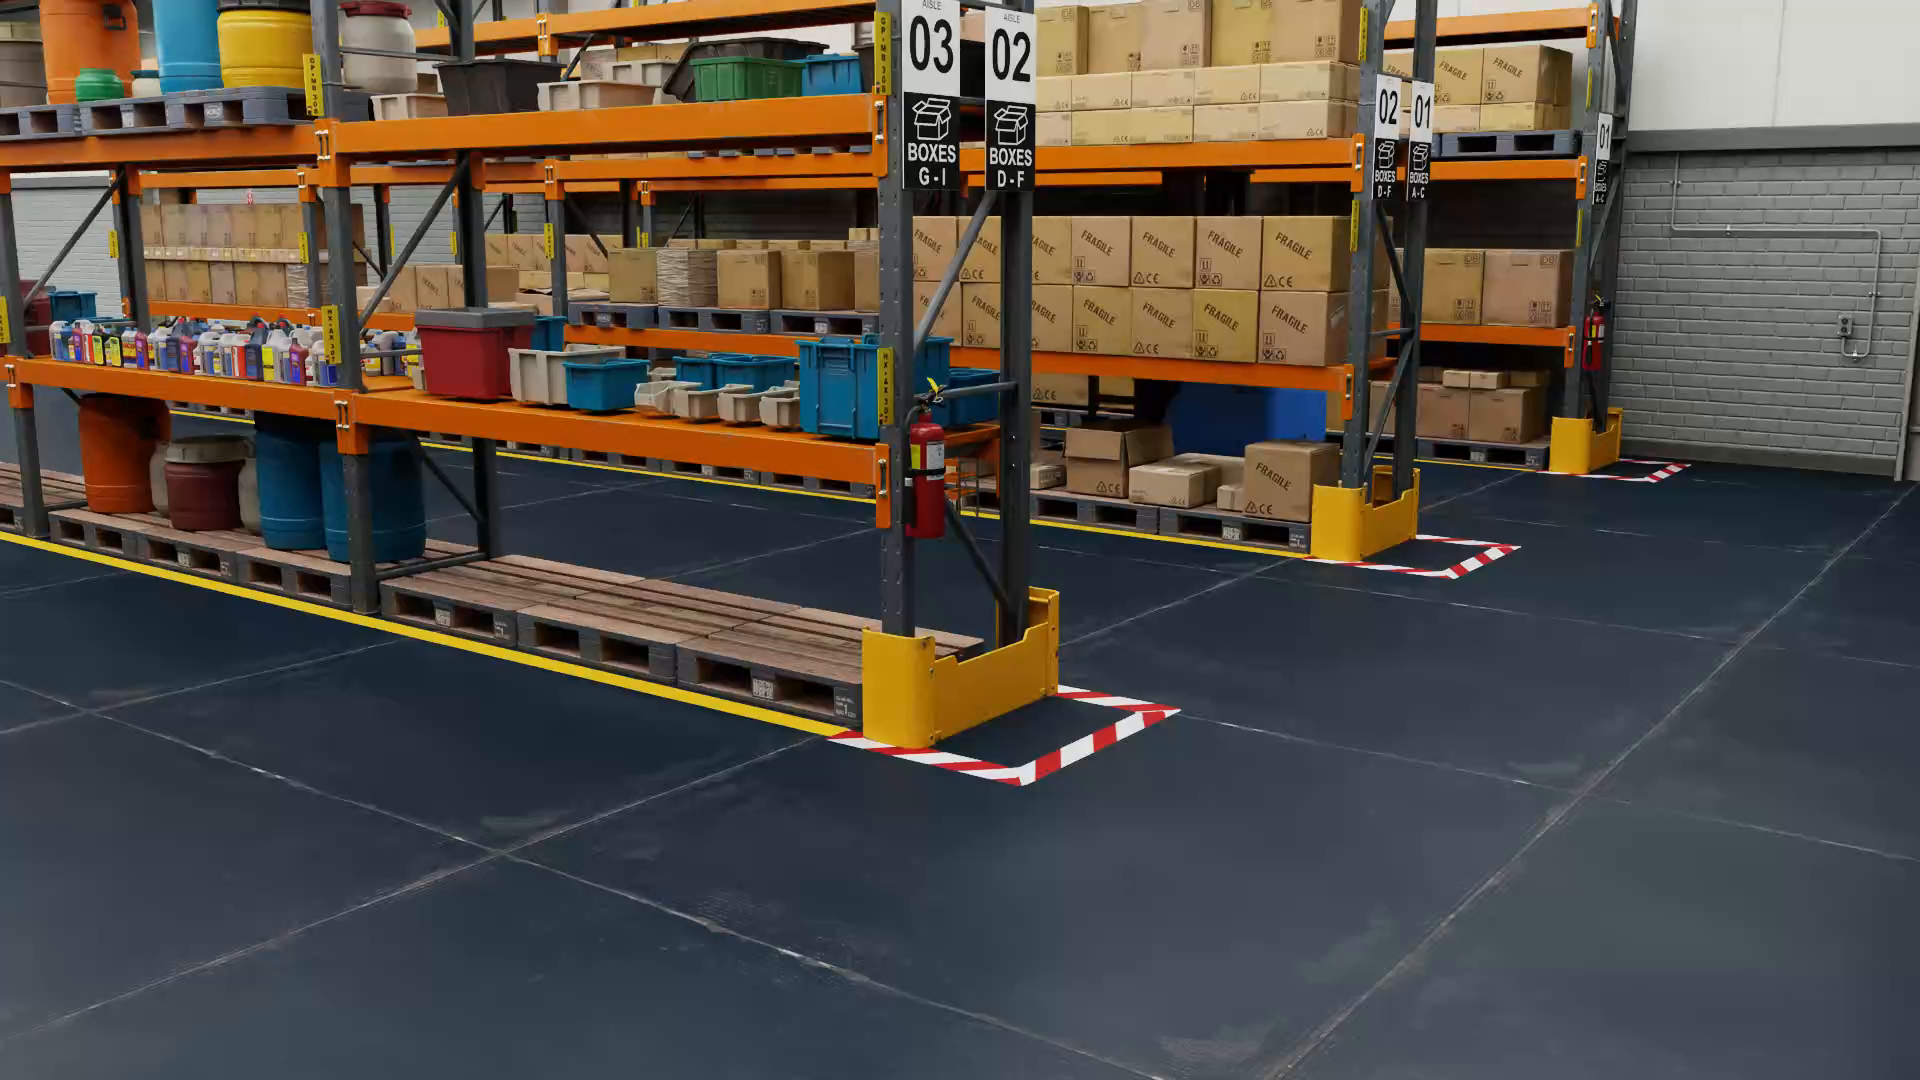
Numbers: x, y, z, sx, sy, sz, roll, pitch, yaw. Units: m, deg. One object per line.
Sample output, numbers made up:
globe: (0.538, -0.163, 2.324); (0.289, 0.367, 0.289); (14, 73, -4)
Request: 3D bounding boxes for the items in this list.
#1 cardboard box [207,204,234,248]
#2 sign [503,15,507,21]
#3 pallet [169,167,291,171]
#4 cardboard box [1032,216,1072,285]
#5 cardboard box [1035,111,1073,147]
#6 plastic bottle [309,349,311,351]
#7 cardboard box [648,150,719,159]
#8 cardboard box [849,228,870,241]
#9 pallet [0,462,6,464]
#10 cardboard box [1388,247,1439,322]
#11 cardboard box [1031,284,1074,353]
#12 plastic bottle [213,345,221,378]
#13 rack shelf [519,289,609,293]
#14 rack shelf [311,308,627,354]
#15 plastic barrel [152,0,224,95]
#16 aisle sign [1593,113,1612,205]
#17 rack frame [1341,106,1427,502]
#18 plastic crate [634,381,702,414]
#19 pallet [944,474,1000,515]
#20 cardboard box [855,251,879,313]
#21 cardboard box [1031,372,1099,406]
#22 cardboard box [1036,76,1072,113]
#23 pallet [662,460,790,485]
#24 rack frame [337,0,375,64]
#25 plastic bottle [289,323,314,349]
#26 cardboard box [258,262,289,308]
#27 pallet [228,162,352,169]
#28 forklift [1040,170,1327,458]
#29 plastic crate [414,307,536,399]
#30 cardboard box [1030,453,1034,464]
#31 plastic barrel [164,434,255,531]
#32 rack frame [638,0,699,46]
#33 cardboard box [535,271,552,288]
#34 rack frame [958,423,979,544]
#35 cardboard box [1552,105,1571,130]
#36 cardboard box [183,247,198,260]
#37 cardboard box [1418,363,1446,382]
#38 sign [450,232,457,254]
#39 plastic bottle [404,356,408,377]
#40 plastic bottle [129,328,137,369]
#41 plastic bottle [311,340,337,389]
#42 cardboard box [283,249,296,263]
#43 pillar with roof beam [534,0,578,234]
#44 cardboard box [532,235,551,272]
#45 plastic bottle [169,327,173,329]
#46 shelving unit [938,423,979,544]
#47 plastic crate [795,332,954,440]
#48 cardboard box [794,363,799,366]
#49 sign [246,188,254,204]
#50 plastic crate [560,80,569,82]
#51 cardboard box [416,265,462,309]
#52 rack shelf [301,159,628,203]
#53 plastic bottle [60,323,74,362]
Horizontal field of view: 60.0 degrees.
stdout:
cardboard box: (-8.316, -3.671, 19.427); (0.500, 0.500, 0.700); (8, 14, 36)
sign: (-6.691, -7.539, 24.432); (0.005, 0.325, 0.100); (8, 13, 36)
pallet: (-8.423, -4.425, 19.340); (1.213, 0.211, 1.003); (8, 13, 36)
cardboard box: (0.750, -2.195, 12.583); (0.500, 0.500, 0.500); (7, 13, 34)
cardboard box: (0.755, -3.060, 12.448); (0.500, 0.250, 0.500); (8, 13, 36)
plastic bottle: (-3.973, -1.069, 10.179); (0.097, 0.201, 0.097); (0, 11, 0)
cardboard box: (-2.315, -3.679, 14.987); (0.500, 0.500, 0.910); (8, 13, 36)
cardboard box: (-1.152, -3.727, 20.268); (0.250, 0.149, 0.380); (5, 12, 26)
pallet: (-9.020, -0.557, 14.353); (1.213, 0.211, 1.003); (8, 13, 36)
cardboard box: (4.241, -2.546, 16.505); (0.700, 0.700, 0.980); (7, 13, 33)
cardboard box: (0.773, -1.703, 12.674); (0.500, 0.500, 0.500); (8, 13, 35)
plastic bottle: (-4.656, -1.128, 10.486); (0.097, 0.201, 0.097); (0, 11, 0)
rack shelf: (-5.424, -3.397, 23.584); (4.000, 0.370, 1.077); (8, 13, 36)
rack shelf: (-5.129, -2.188, 17.338); (4.000, 0.370, 1.077); (8, 13, 36)
plastic barrel: (-4.694, -3.202, 10.363); (0.708, 0.901, 0.600); (8, 13, 36)
aisle sign: (5.741, -3.398, 14.854); (0.004, 0.787, 0.394); (8, 13, 36)
rack frame: (2.931, -1.417, 11.458); (0.127, 3.000, 1.000); (8, 13, 36)
plastic crate: (-1.482, -0.716, 8.370); (0.250, 0.136, 0.298); (8, 13, 36)
pallet: (0.260, -0.420, 13.648); (1.213, 0.211, 1.003); (8, 13, 36)
cardboard box: (-0.542, -2.210, 14.186); (0.500, 0.500, 0.700); (3, 11, 16)
cardboard box: (1.317, -1.929, 18.658); (0.750, 0.750, 0.750); (8, 14, 37)
cardboard box: (0.752, -3.305, 12.396); (0.500, 0.250, 0.500); (8, 13, 36)
pallet: (-1.958, -0.721, 15.199); (1.213, 0.211, 1.003); (8, 13, 36)
rack frame: (-6.741, -5.712, 17.862); (0.127, 3.000, 1.000); (8, 13, 36)
plastic bottle: (-4.077, -1.160, 10.259); (0.185, 0.351, 0.144); (8, 13, 36)
cardboard box: (-7.531, -2.923, 18.976); (0.500, 0.500, 0.700); (8, 13, 35)
pallet: (-7.444, -4.287, 18.630); (1.213, 0.211, 1.003); (8, 13, 36)
forklift: (1.674, -1.982, 14.559); (3.031, 2.935, 1.130); (9, 14, 39)
plastic crate: (-2.657, -1.031, 9.136); (0.583, 0.464, 0.402); (8, 13, 36)
cardboard box: (0.672, -0.630, 13.735); (0.250, 0.149, 0.380); (8, 13, 36)
plastic barrel: (-5.137, -0.402, 11.452); (0.708, 0.588, 0.600); (8, 13, 36)
rack frame: (-3.812, -6.471, 21.784); (0.127, 3.000, 1.000); (8, 13, 36)
cardboard box: (-5.590, -3.636, 23.269); (0.500, 0.250, 0.500); (8, 14, 36)
rack frame: (0.062, -0.580, 11.871); (0.006, 1.200, 0.240); (8, 13, 36)
cardboard box: (5.417, -3.950, 15.679); (0.500, 0.250, 0.500); (9, 14, 38)
cardboard box: (-8.943, -3.391, 19.688); (0.250, 0.149, 0.380); (7, 13, 34)
cardboard box: (4.640, -1.667, 16.516); (0.250, 0.149, 0.380); (8, 14, 36)
sign: (-7.357, -4.317, 24.167); (0.005, 0.325, 0.100); (8, 13, 36)
plastic bottle: (-3.482, -1.143, 10.565); (0.097, 0.201, 0.097); (0, 11, 0)
plastic bottle: (-5.472, -1.276, 11.068); (0.097, 0.271, 0.097); (0, 11, 0)
plastic bottle: (-3.737, -1.043, 9.850); (0.135, 0.276, 0.152); (8, 13, 36)
cardboard box: (-7.285, -3.160, 18.494); (0.250, 0.149, 0.380); (8, 13, 34)
pillar with roof beam: (-8.508, -6.315, 20.980); (0.400, 9.000, 9.100); (8, 13, 36)
cardboard box: (-5.601, -4.007, 23.213); (0.500, 0.500, 0.500); (8, 14, 37)
plastic bottle: (-5.791, -1.465, 12.229); (0.097, 0.201, 0.097); (0, 11, 0)
shelving unit: (-0.012, -0.591, 11.924); (0.189, 1.200, 0.258); (8, 13, 36)
plastic crate: (-0.384, -0.715, 7.578); (0.499, 0.435, 0.616); (8, 13, 36)
cardboard box: (-1.749, -1.484, 15.253); (0.500, 0.250, 0.500); (8, 13, 34)
sign: (-12.712, -6.141, 29.773); (0.199, 0.298, 0.001); (8, 13, 36)
plastic crate: (-2.305, -2.446, 9.320); (0.300, 0.233, 0.416); (8, 13, 36)
cardboard box: (-5.303, -2.611, 17.366); (0.500, 0.500, 0.500); (8, 14, 36)
rack shelf: (-5.129, -3.661, 17.053); (4.000, 0.370, 1.077); (8, 13, 36)
plastic bottle: (-6.217, -1.380, 11.605); (0.097, 0.271, 0.097); (0, 11, 0)
